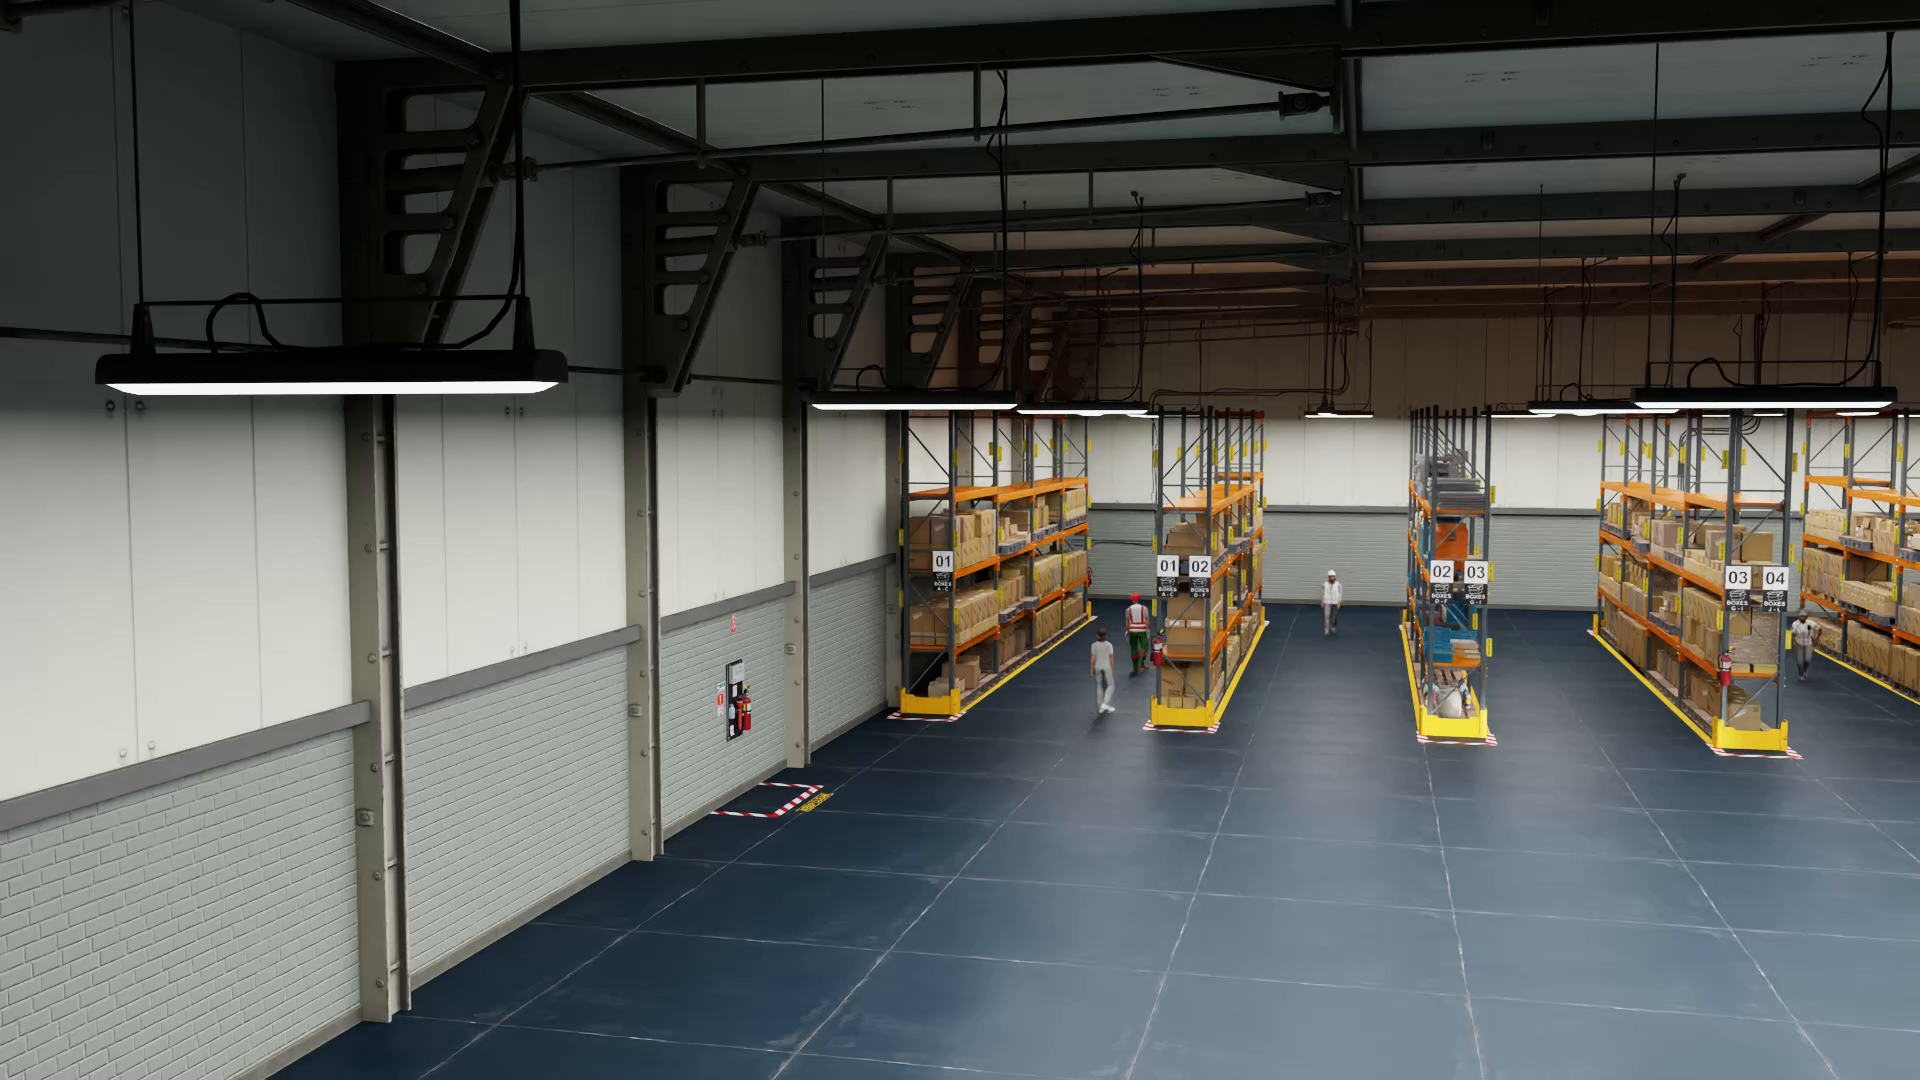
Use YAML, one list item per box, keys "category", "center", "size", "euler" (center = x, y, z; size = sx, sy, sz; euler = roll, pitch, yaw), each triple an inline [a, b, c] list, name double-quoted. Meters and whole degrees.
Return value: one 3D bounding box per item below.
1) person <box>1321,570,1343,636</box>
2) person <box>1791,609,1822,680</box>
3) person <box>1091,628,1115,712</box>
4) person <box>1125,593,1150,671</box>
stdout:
- category: "person"
  center: [9.914, 1.667, 44.282]
  size: [0.538, 1.706, 1.081]
  euler: [1, 4, 8]
- category: "person"
  center: [18.620, 2.301, 36.615]
  size: [0.629, 1.599, 0.723]
  euler: [2, 5, 25]
- category: "person"
  center: [2.805, 2.557, 32.608]
  size: [0.495, 1.667, 0.534]
  euler: [1, 4, 12]
- category: "person"
  center: [4.063, 2.107, 38.027]
  size: [0.572, 1.788, 0.517]
  euler: [0, 4, 7]
